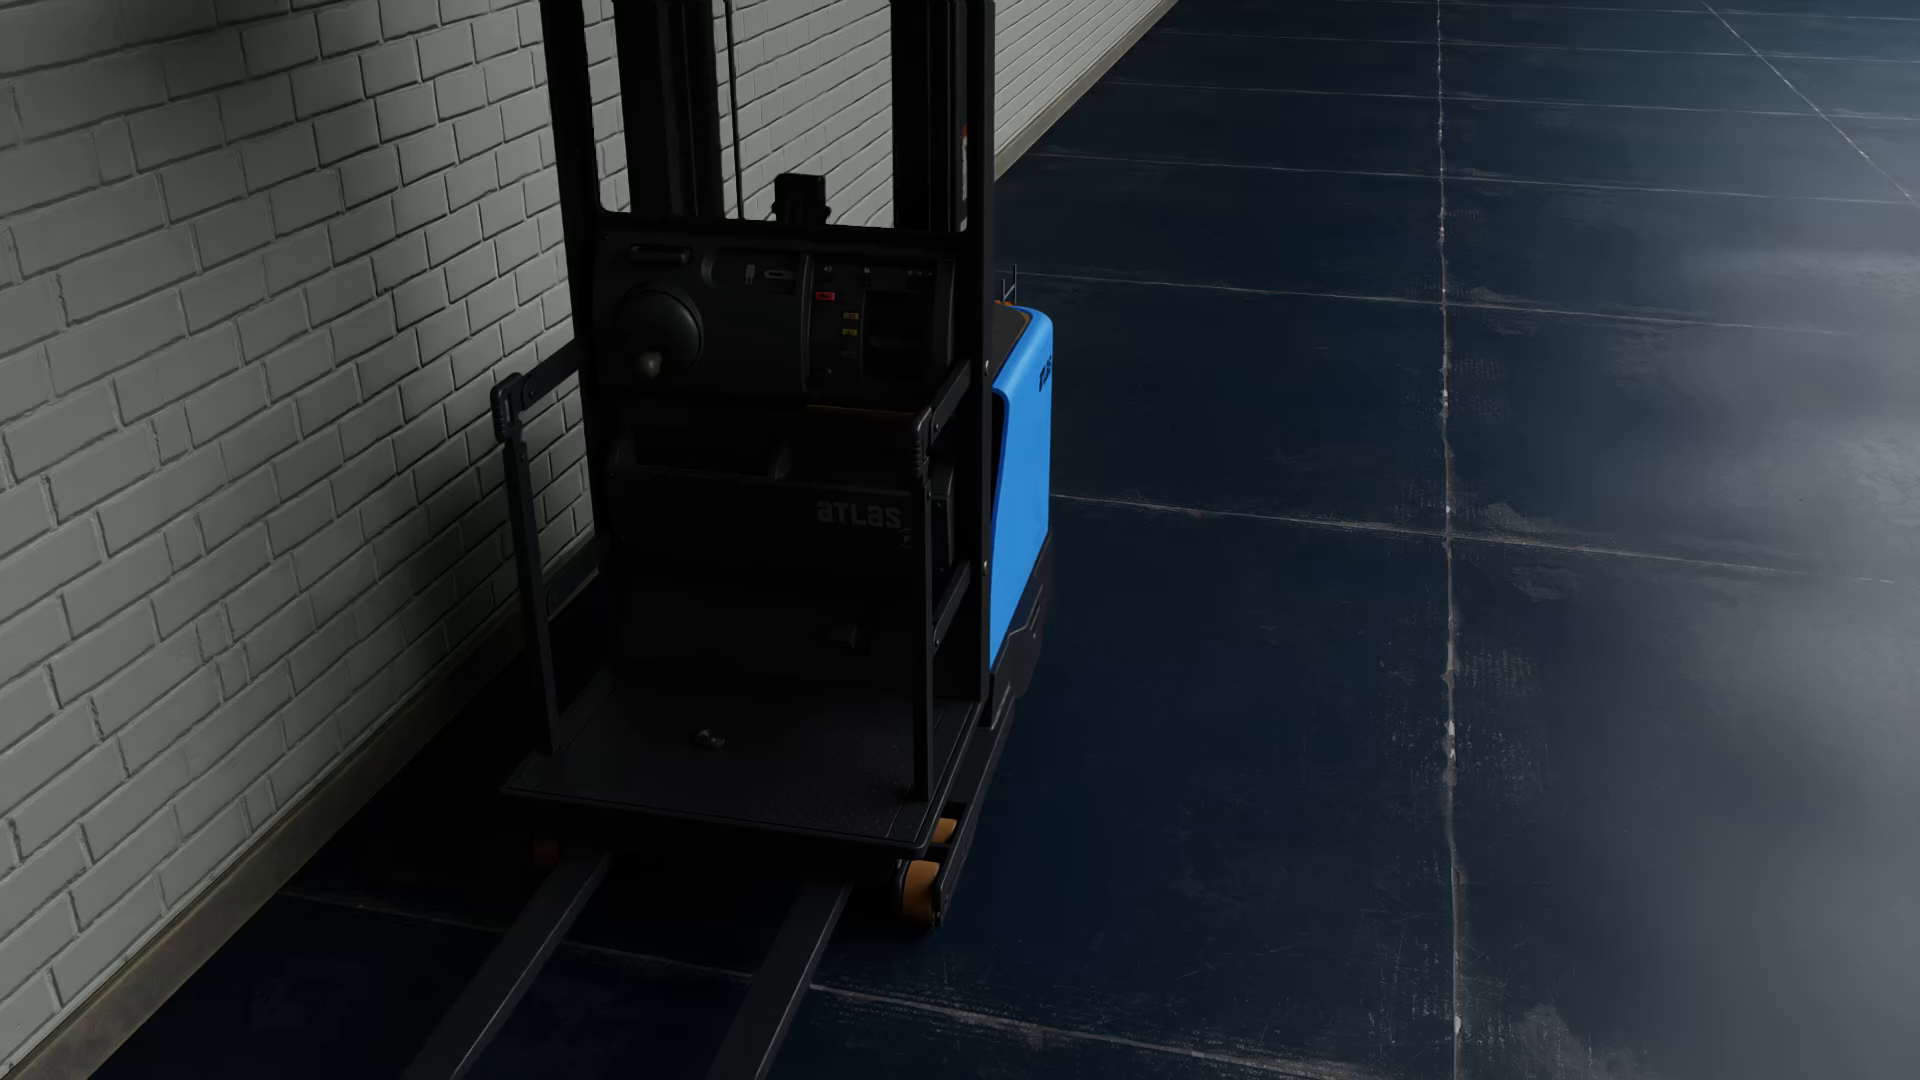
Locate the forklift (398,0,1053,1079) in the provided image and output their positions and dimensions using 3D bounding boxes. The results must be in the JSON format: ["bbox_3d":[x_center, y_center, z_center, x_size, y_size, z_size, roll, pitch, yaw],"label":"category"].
[{"bbox_3d":[-0.514,-0.527,3.947,1.130,2.935,3.031,6,26,11],"label":"forklift"}]

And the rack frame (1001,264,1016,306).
[{"bbox_3d":[0.170,-0.455,5.985,0.008,1.050,0.200,6,26,13],"label":"rack frame"}]

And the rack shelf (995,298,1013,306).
[{"bbox_3d":[0.052,-0.715,5.895,0.240,0.259,0.215,6,26,13],"label":"rack shelf"}]

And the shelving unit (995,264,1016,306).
[{"bbox_3d":[0.052,-0.468,6.012,0.252,1.050,0.215,6,26,13],"label":"shelving unit"}]
